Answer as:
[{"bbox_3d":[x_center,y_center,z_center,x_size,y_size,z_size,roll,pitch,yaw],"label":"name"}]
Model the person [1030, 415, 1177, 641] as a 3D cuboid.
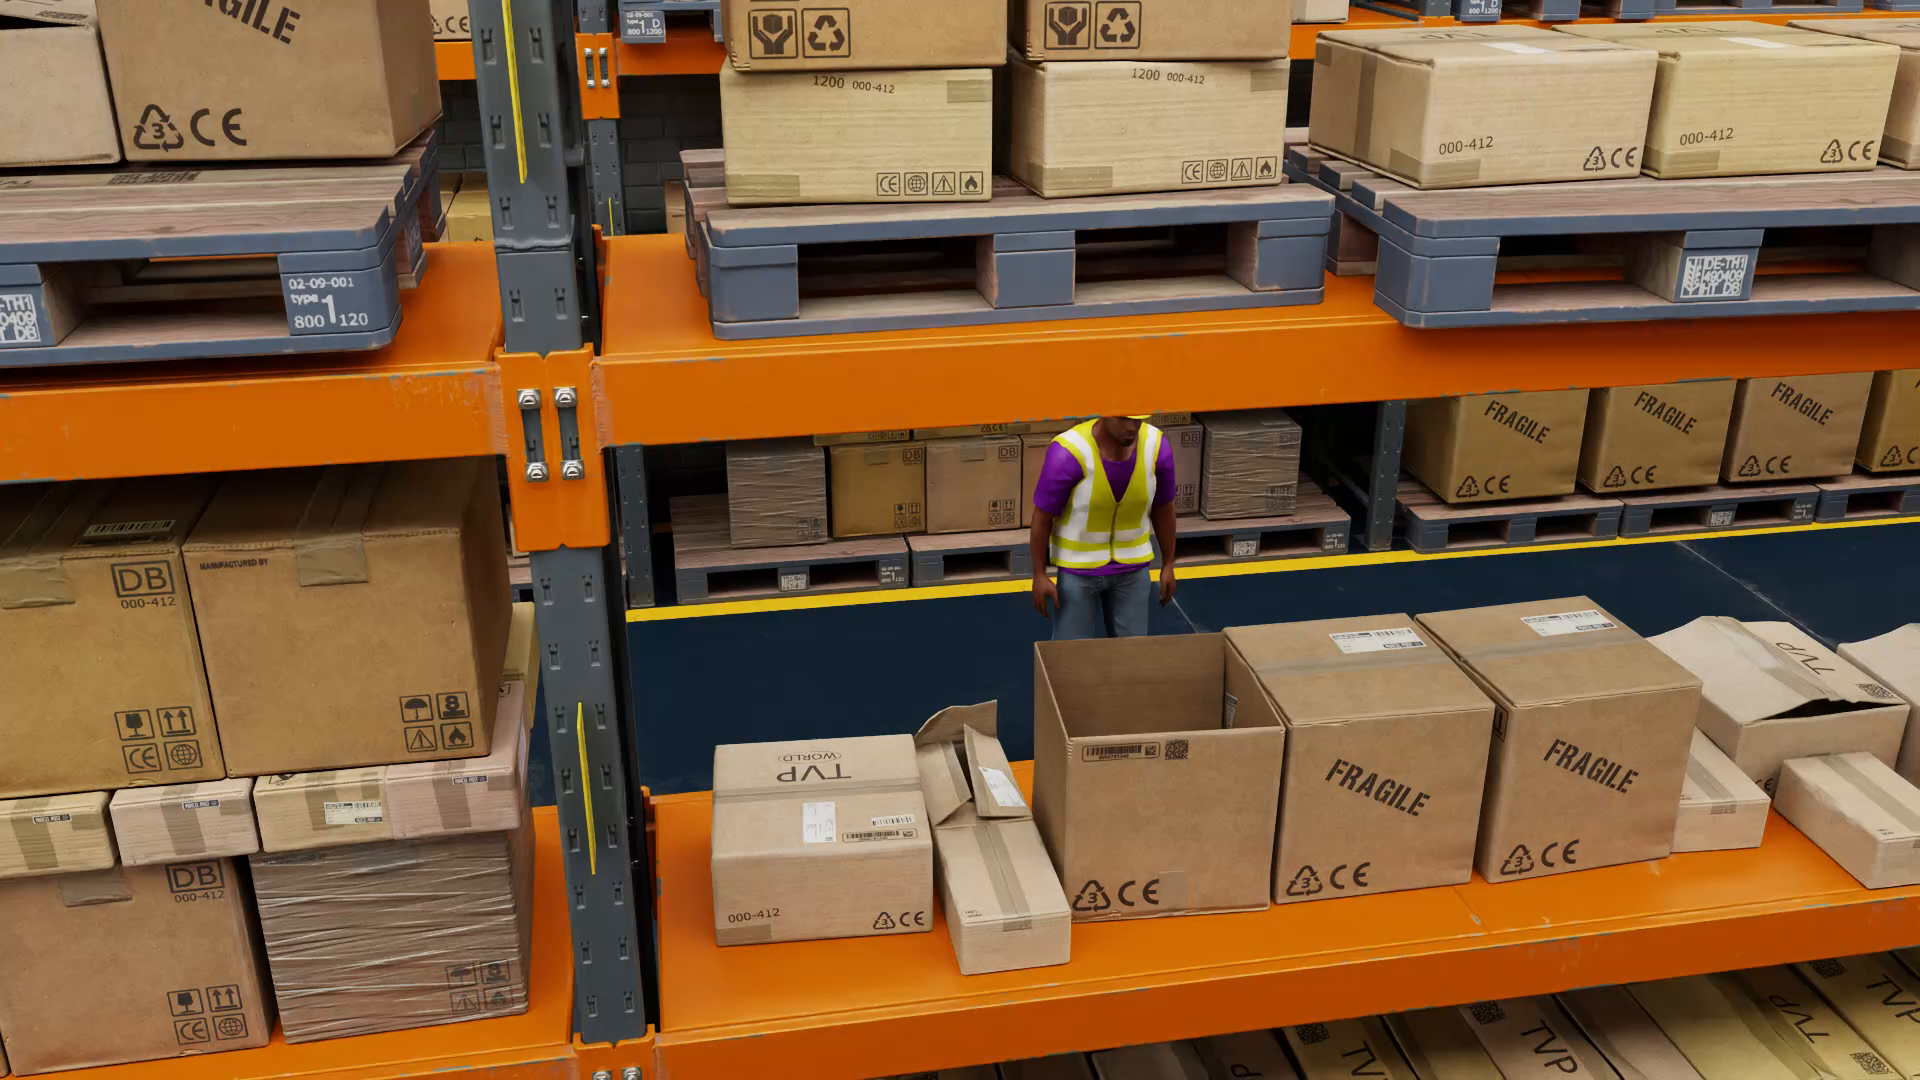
[{"bbox_3d":[0.592,0.127,6.780,0.629,1.759,0.460,-6,24,-13],"label":"person"}]
